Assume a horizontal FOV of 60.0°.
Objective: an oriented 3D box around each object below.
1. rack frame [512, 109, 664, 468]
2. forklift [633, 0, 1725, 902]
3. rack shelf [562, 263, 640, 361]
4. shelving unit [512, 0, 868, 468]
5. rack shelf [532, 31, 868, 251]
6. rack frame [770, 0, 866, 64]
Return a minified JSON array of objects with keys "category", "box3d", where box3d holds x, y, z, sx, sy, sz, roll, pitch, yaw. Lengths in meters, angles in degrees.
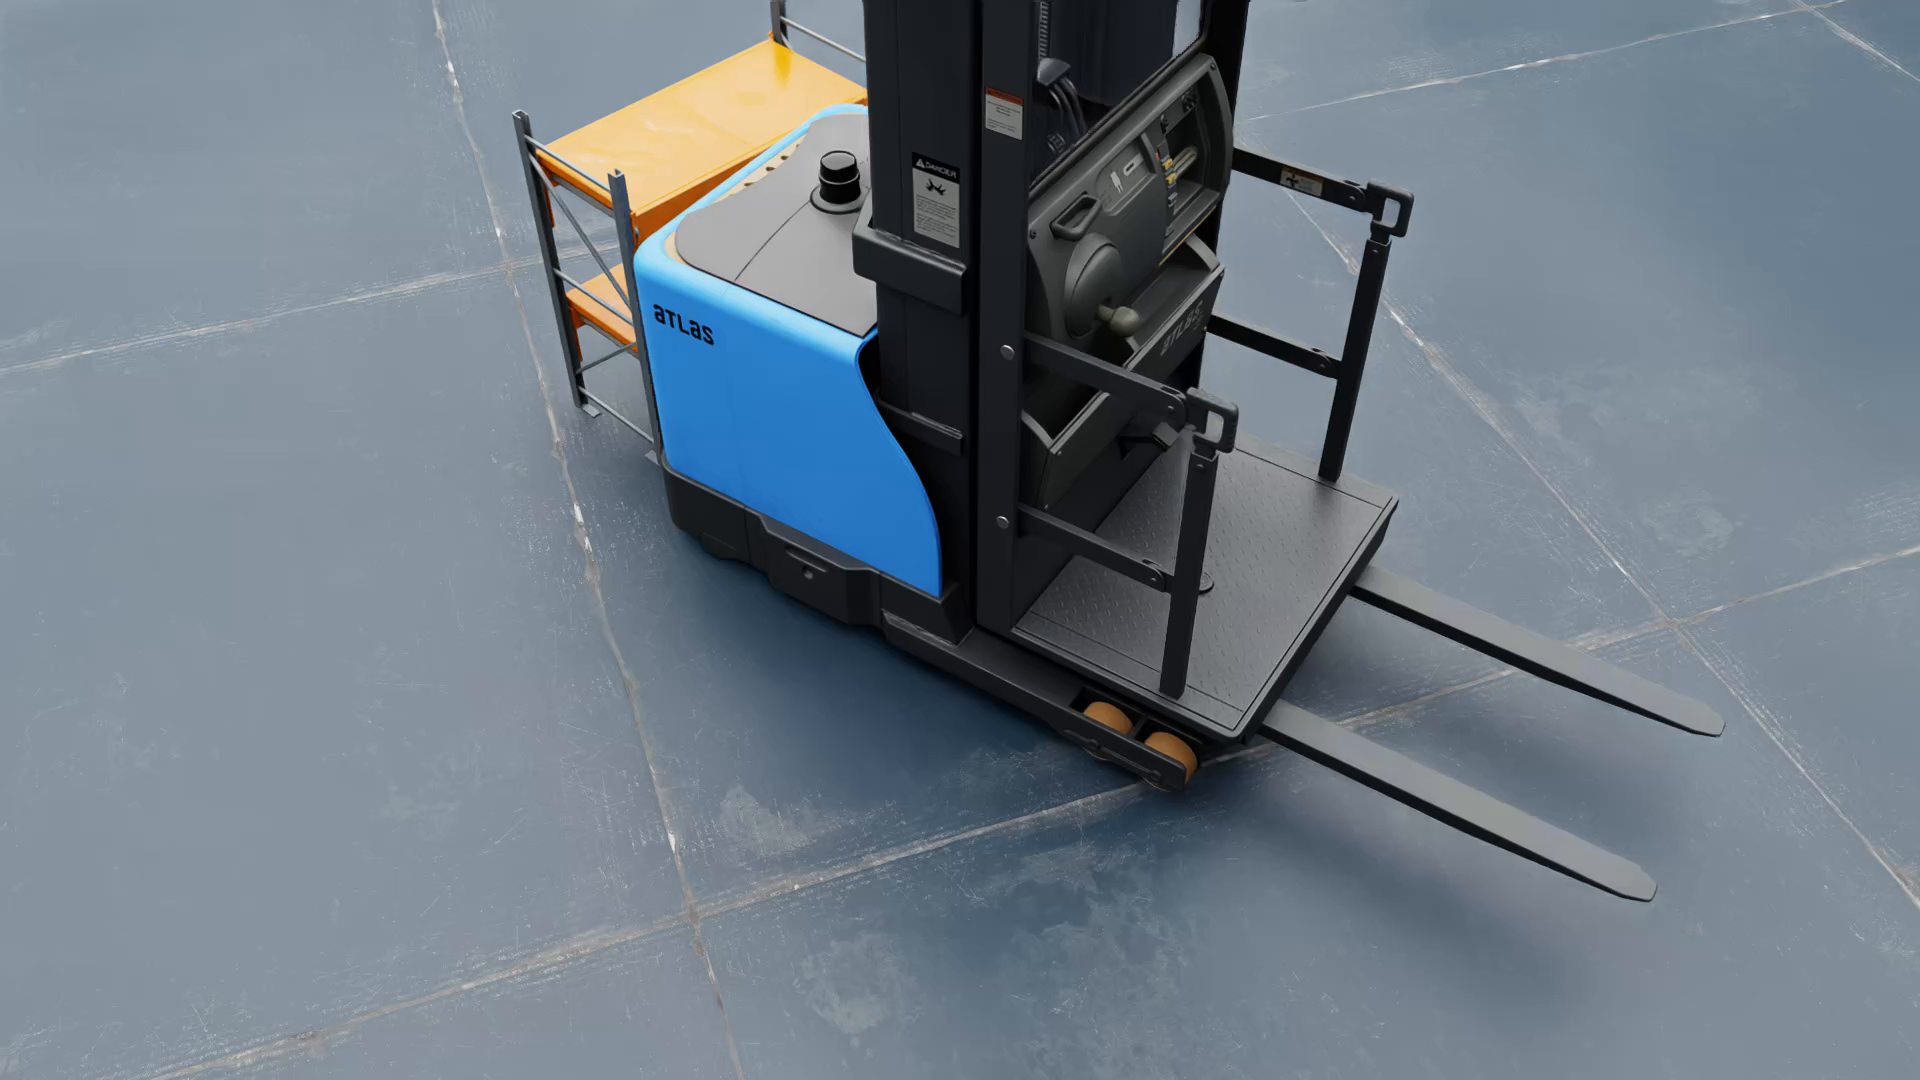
[{"category":"rack frame","box3d":[-1.137,-0.752,5.205,0.500,1.125,0.032,34,54,29]},{"category":"forklift","box3d":[0.601,-0.779,3.957,3.031,2.935,1.130,25,50,23]},{"category":"rack shelf","box3d":[-0.786,-0.840,5.638,0.538,0.278,1.000,34,54,29]},{"category":"shelving unit","box3d":[-0.786,-1.012,5.465,0.538,1.125,1.048,34,54,29]},{"category":"rack shelf","box3d":[-0.786,-1.219,5.257,0.538,0.278,1.000,34,54,29]},{"category":"rack frame","box3d":[-0.434,-1.272,5.724,0.500,1.125,0.032,34,54,29]}]
